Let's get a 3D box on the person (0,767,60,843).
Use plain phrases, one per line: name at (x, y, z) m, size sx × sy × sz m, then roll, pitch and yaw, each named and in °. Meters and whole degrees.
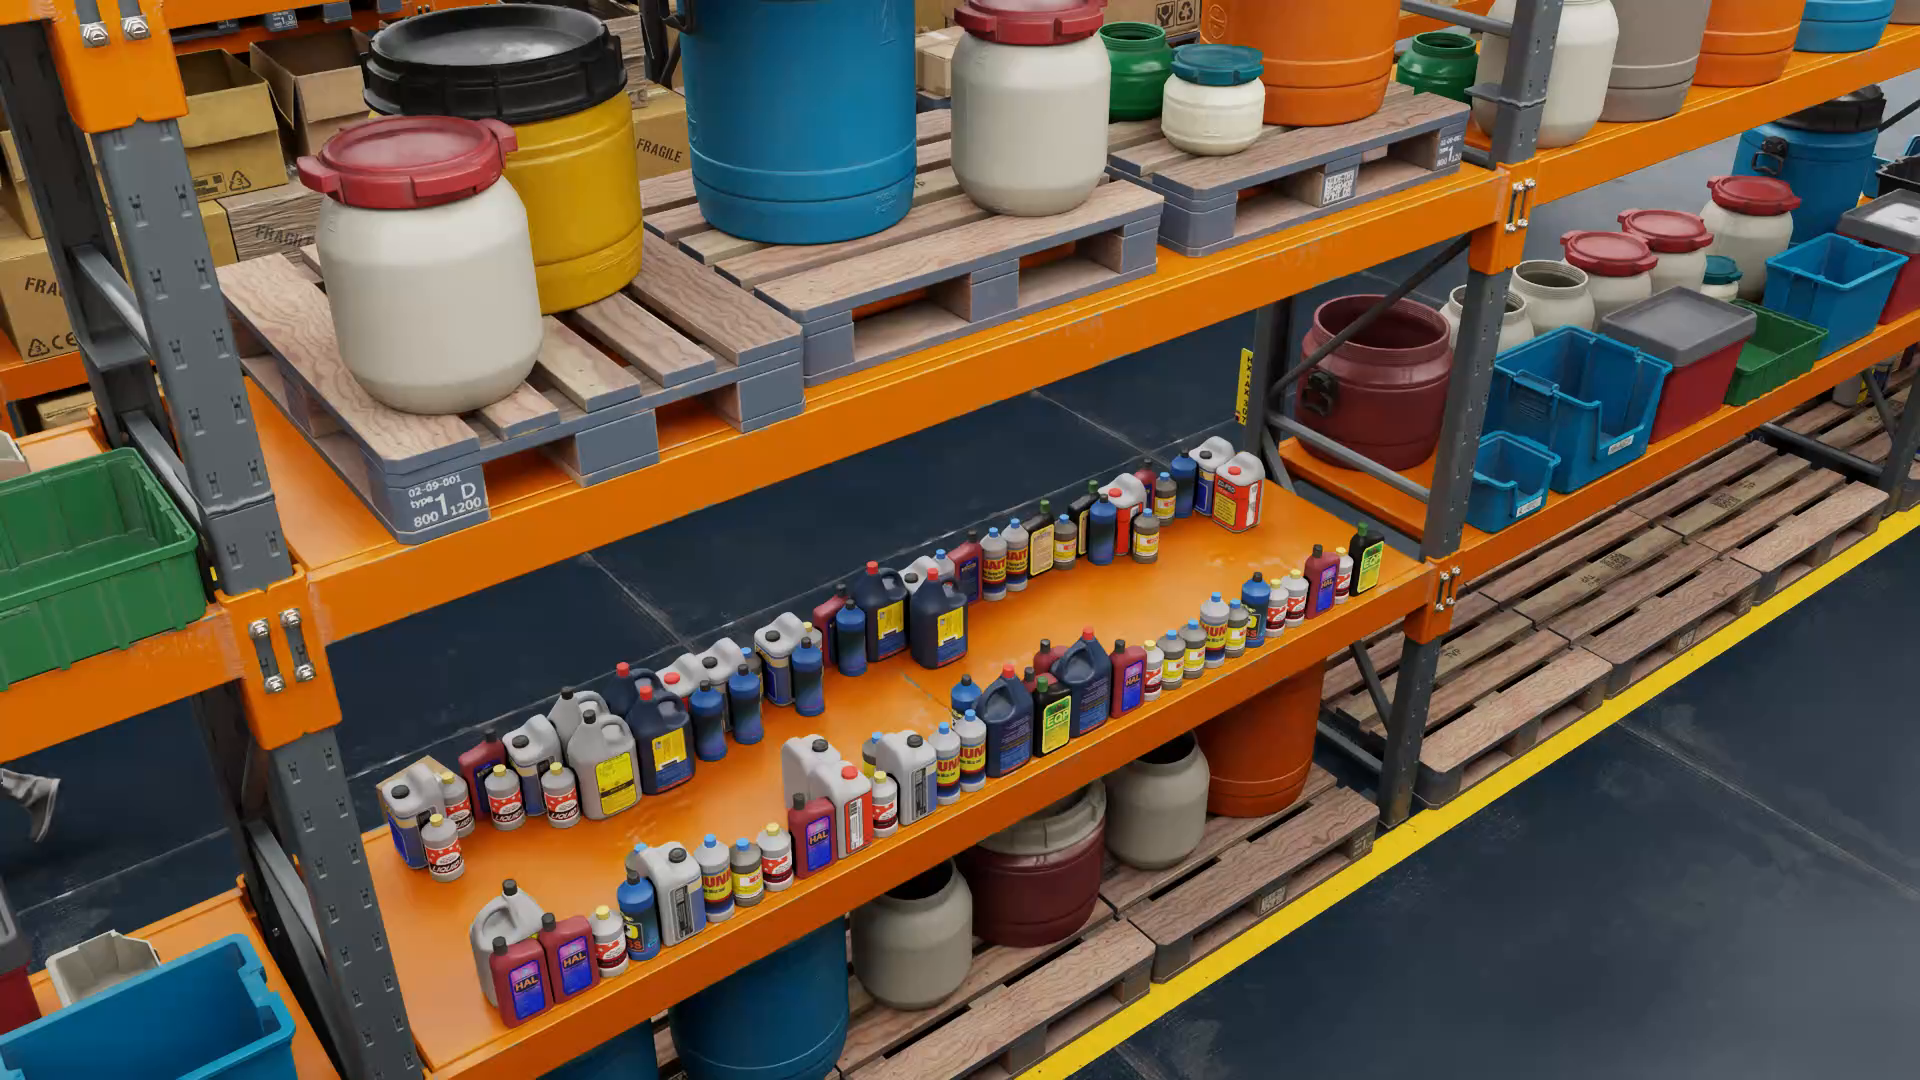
person at (-3.832, 0.608, 6.121) m, size 0.657 × 1.670 × 0.490 m, roll -12°, pitch 34°, yaw -18°
